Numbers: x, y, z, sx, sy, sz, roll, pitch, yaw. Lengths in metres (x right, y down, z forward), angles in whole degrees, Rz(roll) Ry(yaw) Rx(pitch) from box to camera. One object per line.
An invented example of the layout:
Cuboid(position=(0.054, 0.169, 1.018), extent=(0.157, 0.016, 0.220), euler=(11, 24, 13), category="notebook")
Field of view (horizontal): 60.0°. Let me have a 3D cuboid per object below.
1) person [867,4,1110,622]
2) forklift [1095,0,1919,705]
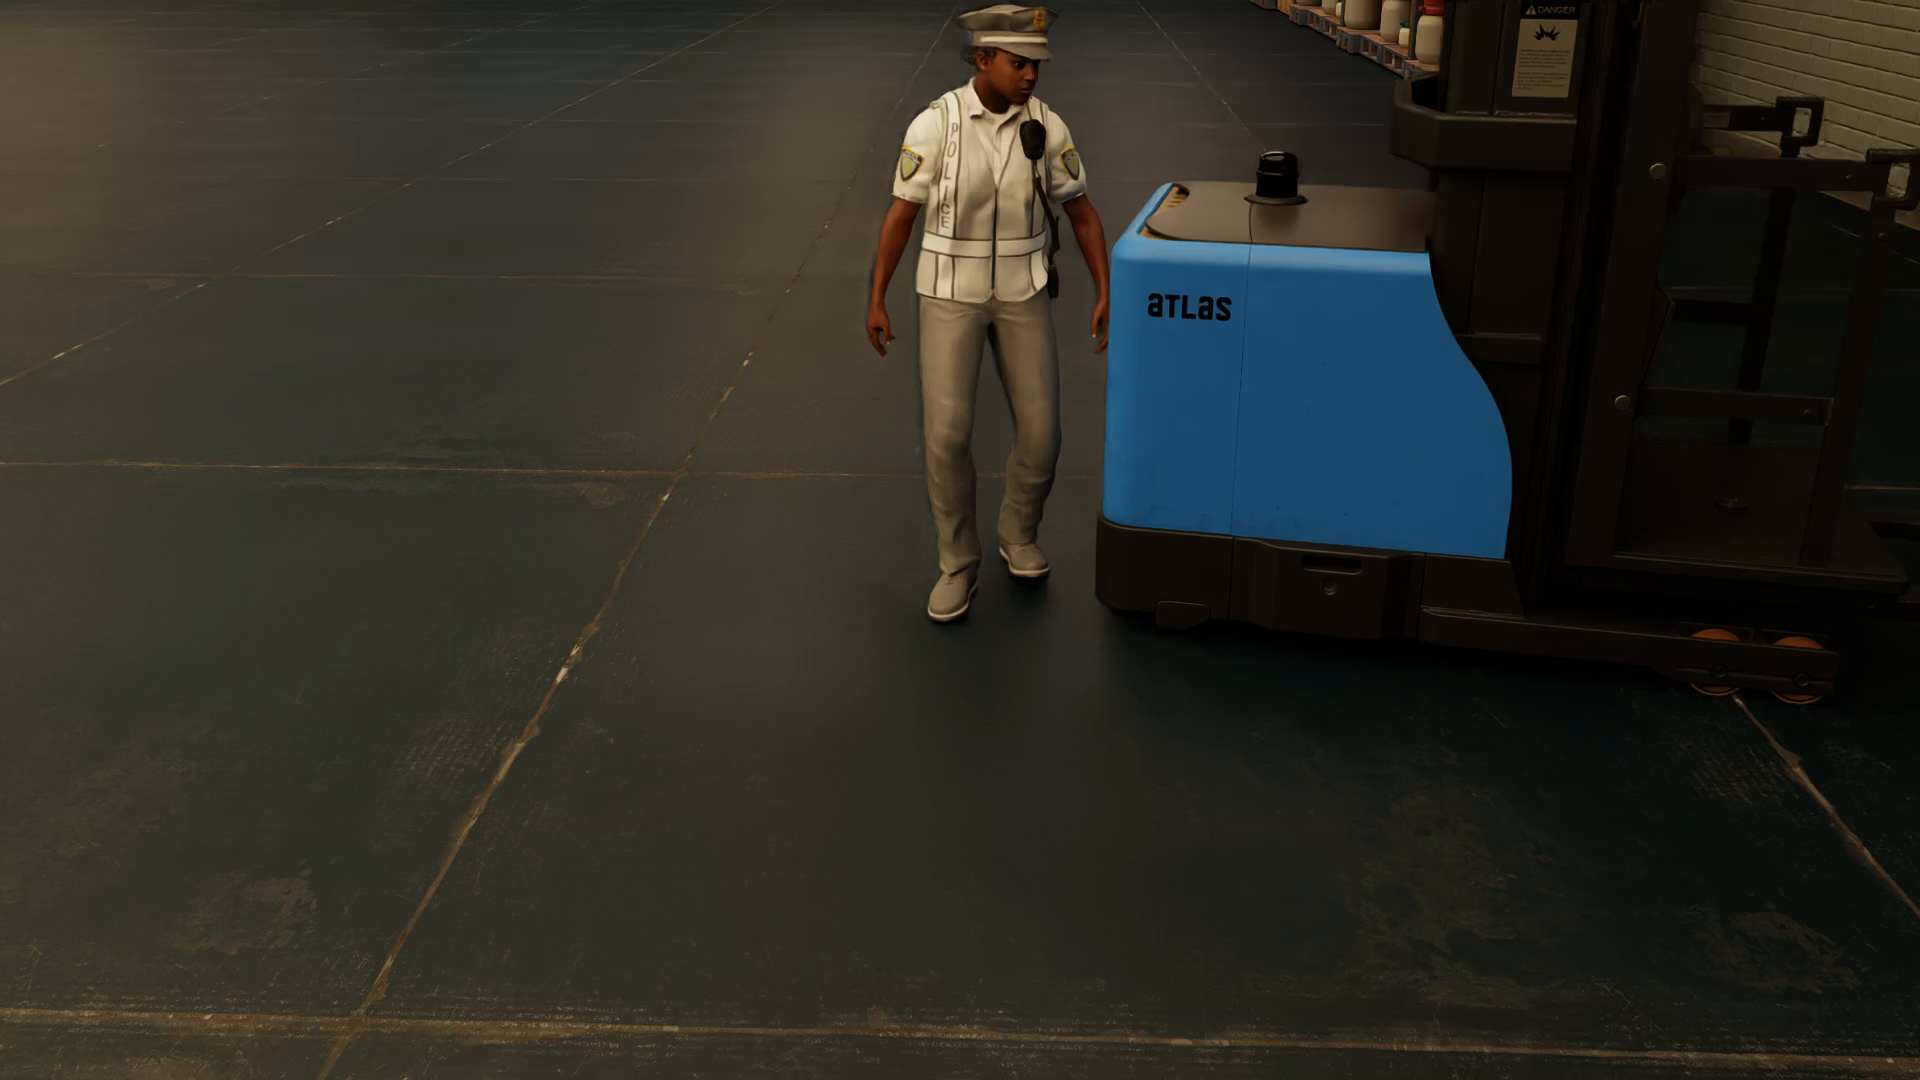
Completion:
Cuboid(position=(0.096, -0.630, 4.597), extent=(0.675, 1.615, 0.575), euler=(-4, 22, -11), category="person")
Cuboid(position=(1.949, -1.166, 4.172), extent=(3.031, 2.935, 1.130), euler=(5, 22, 13), category="forklift")
